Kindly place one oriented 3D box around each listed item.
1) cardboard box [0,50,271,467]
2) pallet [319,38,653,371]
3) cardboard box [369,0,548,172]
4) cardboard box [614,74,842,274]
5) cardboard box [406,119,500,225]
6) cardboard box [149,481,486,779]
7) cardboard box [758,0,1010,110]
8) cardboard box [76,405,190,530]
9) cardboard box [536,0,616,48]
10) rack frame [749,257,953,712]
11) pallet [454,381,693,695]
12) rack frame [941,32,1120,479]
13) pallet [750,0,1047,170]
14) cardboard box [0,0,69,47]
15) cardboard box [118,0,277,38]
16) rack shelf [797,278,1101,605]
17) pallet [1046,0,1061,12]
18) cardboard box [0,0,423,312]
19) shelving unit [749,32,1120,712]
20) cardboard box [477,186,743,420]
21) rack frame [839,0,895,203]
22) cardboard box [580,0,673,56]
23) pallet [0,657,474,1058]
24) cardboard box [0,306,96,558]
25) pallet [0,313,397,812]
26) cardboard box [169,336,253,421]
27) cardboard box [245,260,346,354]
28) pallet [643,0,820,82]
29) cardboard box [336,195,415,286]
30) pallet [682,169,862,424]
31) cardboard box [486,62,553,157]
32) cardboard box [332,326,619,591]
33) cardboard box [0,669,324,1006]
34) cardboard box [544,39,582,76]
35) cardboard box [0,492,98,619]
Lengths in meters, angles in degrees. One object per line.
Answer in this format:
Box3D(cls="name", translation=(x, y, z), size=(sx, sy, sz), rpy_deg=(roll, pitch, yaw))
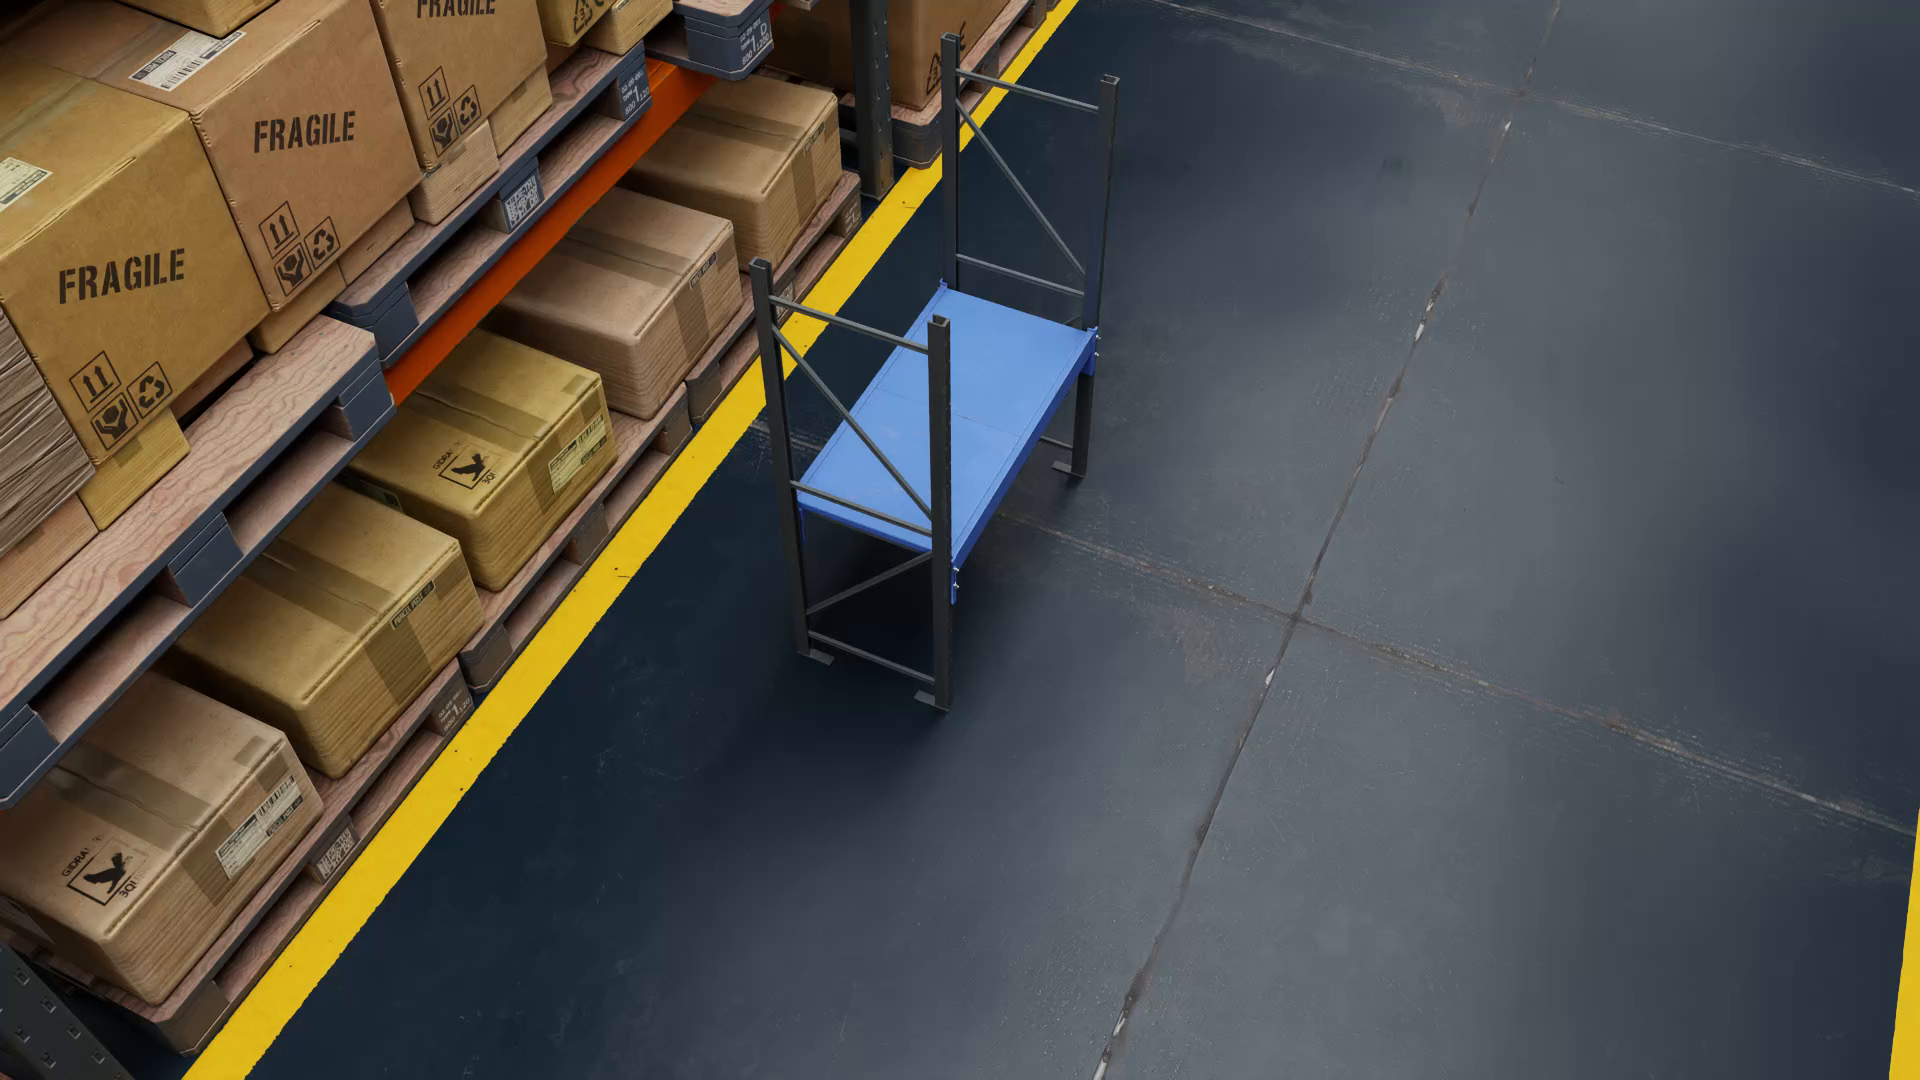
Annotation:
Box3D(cls="cardboard box", translation=(-1.766, -0.549, 3.211), size=(0.500, 0.500, 0.500), rpy_deg=(20, 52, 16))
Box3D(cls="pallet", translation=(-1.539, -1.025, 4.278), size=(1.003, 0.211, 1.213), rpy_deg=(20, 52, 16))
Box3D(cls="cardboard box", translation=(-1.333, -1.242, 3.800), size=(0.500, 0.500, 0.500), rpy_deg=(18, 52, 15))
Box3D(cls="cardboard box", translation=(-0.981, -1.362, 5.889), size=(0.950, 0.372, 0.625), rpy_deg=(17, 52, 14))
Box3D(cls="cardboard box", translation=(-1.336, -0.930, 3.961), size=(0.380, 0.149, 0.250), rpy_deg=(22, 53, 17))
Box3D(cls="cardboard box", translation=(-1.913, 0.148, 4.604), size=(0.950, 0.372, 0.625), rpy_deg=(23, 53, 18))
Box3D(cls="cardboard box", translation=(-0.360, -2.360, 6.408), size=(0.875, 0.875, 0.875), rpy_deg=(19, 52, 16))
Box3D(cls="cardboard box", translation=(-1.803, -0.211, 3.349), size=(0.380, 0.149, 0.250), rpy_deg=(21, 53, 17))
Box3D(cls="cardboard box", translation=(-1.099, -1.617, 4.120), size=(0.500, 0.500, 0.500), rpy_deg=(17, 52, 14))
Box3D(cls="rack frame", translation=(-0.254, -0.077, 4.331), size=(0.500, 1.500, 0.032), rpy_deg=(20, 52, 16))
Box3D(cls="pallet", translation=(-1.588, -0.185, 5.269), size=(1.003, 0.211, 1.213), rpy_deg=(20, 52, 16))
Box3D(cls="rack frame", translation=(0.181, -0.777, 4.927), size=(0.500, 1.500, 0.032), rpy_deg=(20, 52, 16))
Box3D(cls="pallet", translation=(-0.326, -2.078, 6.880), size=(1.003, 0.211, 1.213), rpy_deg=(20, 52, 16))
Box3D(cls="cardboard box", translation=(-2.013, -1.062, 3.647), size=(0.500, 0.500, 0.500), rpy_deg=(21, 53, 17))
Box3D(cls="cardboard box", translation=(-1.548, -1.175, 3.317), size=(0.380, 0.149, 0.250), rpy_deg=(23, 53, 18))
Box3D(cls="rack shelf", translation=(-0.036, -0.311, 4.766), size=(0.538, 0.185, 1.000), rpy_deg=(20, 52, 16))
Box3D(cls="pallet", translation=(0.197, -2.915, 7.592), size=(1.003, 0.211, 1.213), rpy_deg=(20, 52, 16))
Box3D(cls="cardboard box", translation=(-1.543, -0.885, 3.496), size=(0.500, 0.500, 0.500), rpy_deg=(20, 52, 16))
Box3D(cls="shelving unit", translation=(-0.036, -0.427, 4.629), size=(0.538, 1.500, 1.048), rpy_deg=(20, 52, 16))
Box3D(cls="cardboard box", translation=(-1.289, -0.851, 5.455), size=(0.950, 0.372, 0.625), rpy_deg=(19, 52, 15))
Box3D(cls="rack frame", translation=(-0.730, -2.463, 5.377), size=(1.000, 3.000, 0.127), rpy_deg=(20, 52, 16))
Box3D(cls="cardboard box", translation=(-0.994, -1.455, 4.408), size=(0.380, 0.149, 0.250), rpy_deg=(21, 53, 17))
Box3D(cls="pallet", translation=(-2.108, 0.658, 4.552), size=(1.003, 0.211, 1.213), rpy_deg=(20, 52, 16))
Box3D(cls="cardboard box", translation=(-1.980, -0.203, 2.917), size=(0.500, 0.500, 0.500), rpy_deg=(21, 53, 17))
Box3D(cls="pallet", translation=(-1.981, -0.126, 3.514), size=(1.003, 0.211, 1.213), rpy_deg=(20, 52, 16))
Box3D(cls="cardboard box", translation=(-1.751, -0.431, 3.536), size=(0.380, 0.149, 0.250), rpy_deg=(23, 53, 18))
Box3D(cls="cardboard box", translation=(-1.603, -0.594, 3.675), size=(0.380, 0.149, 0.250), rpy_deg=(21, 53, 17))
Box3D(cls="pallet", translation=(-0.939, -1.876, 5.003), size=(1.213, 0.211, 1.003), rpy_deg=(20, 52, 16))
Box3D(cls="cardboard box", translation=(-1.496, -0.764, 3.820), size=(0.380, 0.149, 0.250), rpy_deg=(20, 53, 16))
Box3D(cls="pallet", translation=(-1.066, -1.022, 5.981), size=(1.003, 0.211, 1.213), rpy_deg=(20, 52, 16))
Box3D(cls="cardboard box", translation=(-1.248, -1.123, 4.125), size=(0.380, 0.149, 0.250), rpy_deg=(18, 52, 15))
Box3D(cls="cardboard box", translation=(-1.618, -0.331, 5.012), size=(0.950, 0.372, 0.625), rpy_deg=(21, 53, 17))
Box3D(cls="cardboard box", translation=(-2.218, 0.644, 4.182), size=(0.950, 0.372, 0.625), rpy_deg=(20, 53, 17))
Box3D(cls="cardboard box", translation=(-1.215, -1.323, 4.295), size=(0.380, 0.149, 0.250), rpy_deg=(20, 53, 16))
Box3D(cls="cardboard box", translation=(-1.918, -0.042, 3.205), size=(0.380, 0.149, 0.250), rpy_deg=(21, 53, 17))
